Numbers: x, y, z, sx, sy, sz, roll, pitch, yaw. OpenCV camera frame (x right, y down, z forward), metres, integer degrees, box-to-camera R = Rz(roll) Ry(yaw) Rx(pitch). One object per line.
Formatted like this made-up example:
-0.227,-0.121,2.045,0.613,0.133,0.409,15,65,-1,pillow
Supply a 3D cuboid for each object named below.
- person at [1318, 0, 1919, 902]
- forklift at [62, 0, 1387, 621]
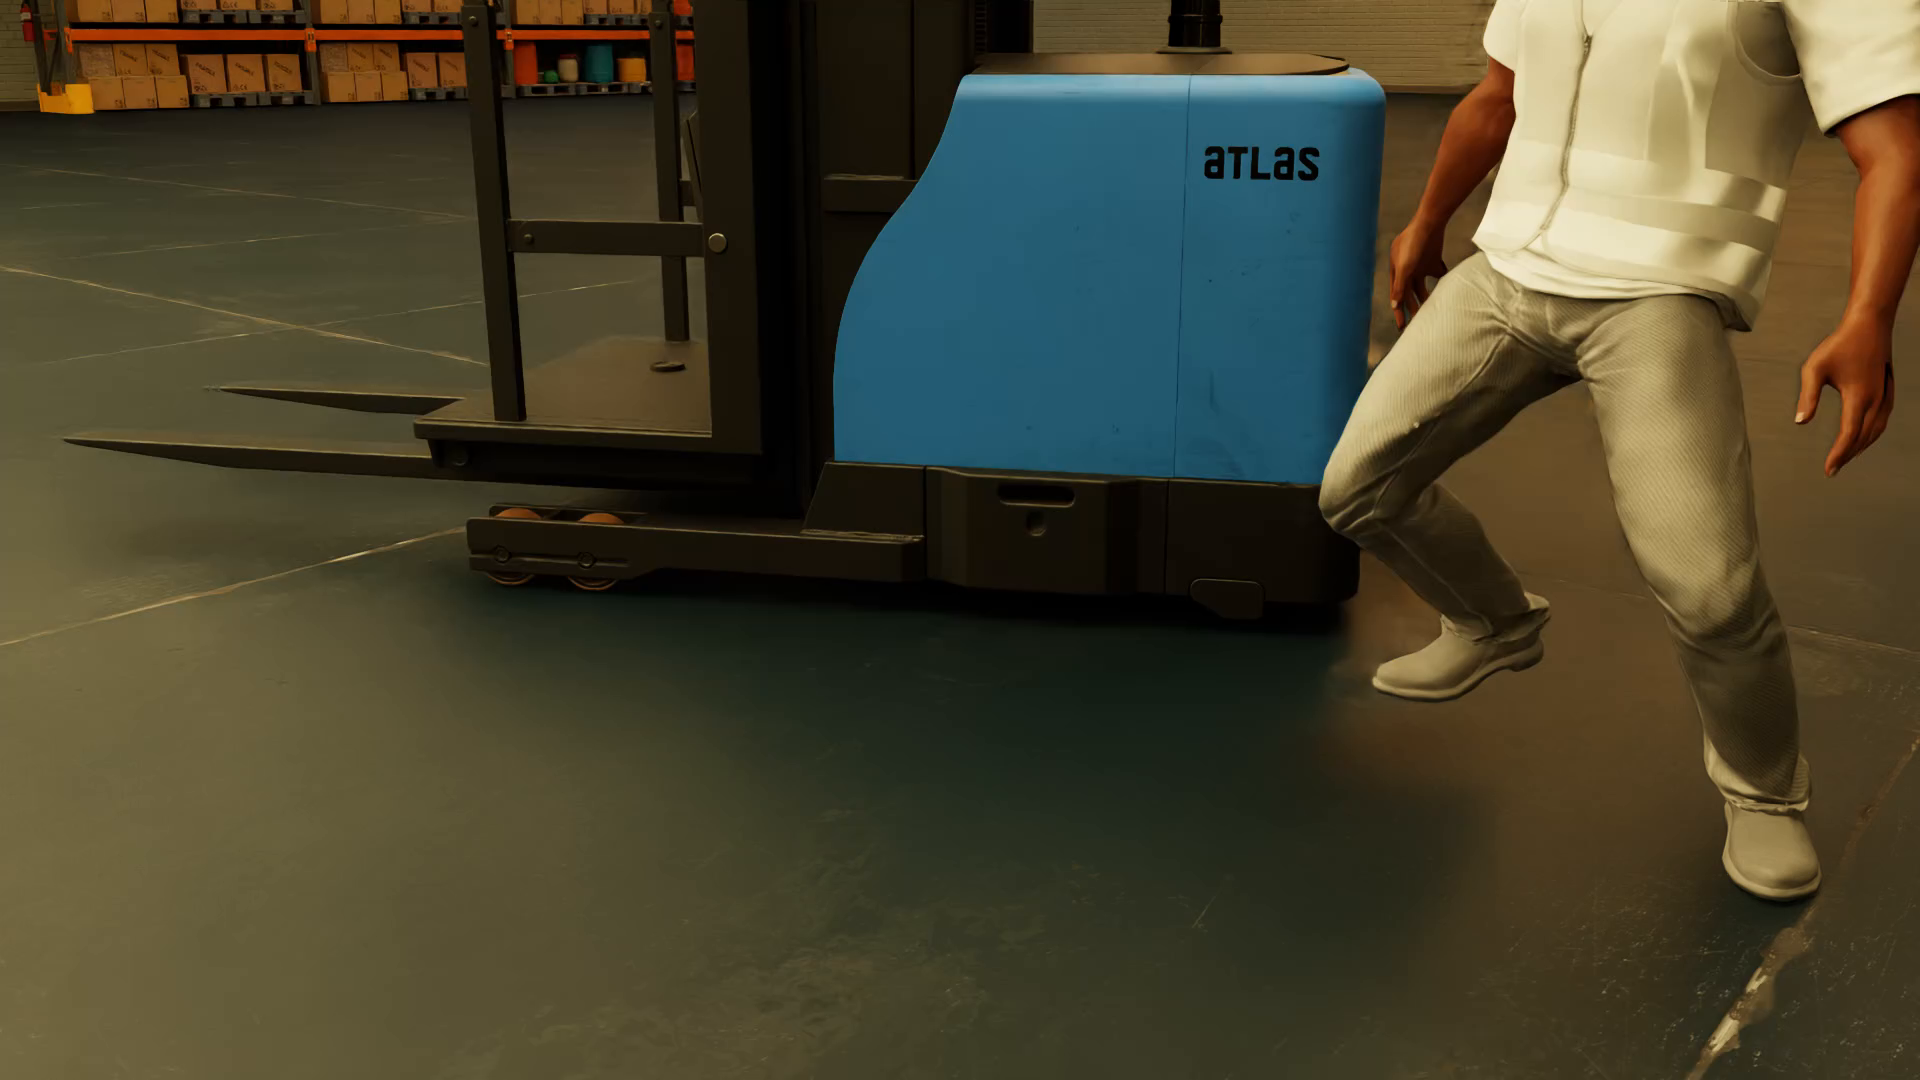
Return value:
0.915,-0.384,2.371,0.538,1.664,0.968,-9,19,-26,person
-0.598,-1.438,3.633,3.031,2.935,1.130,3,17,11,forklift
